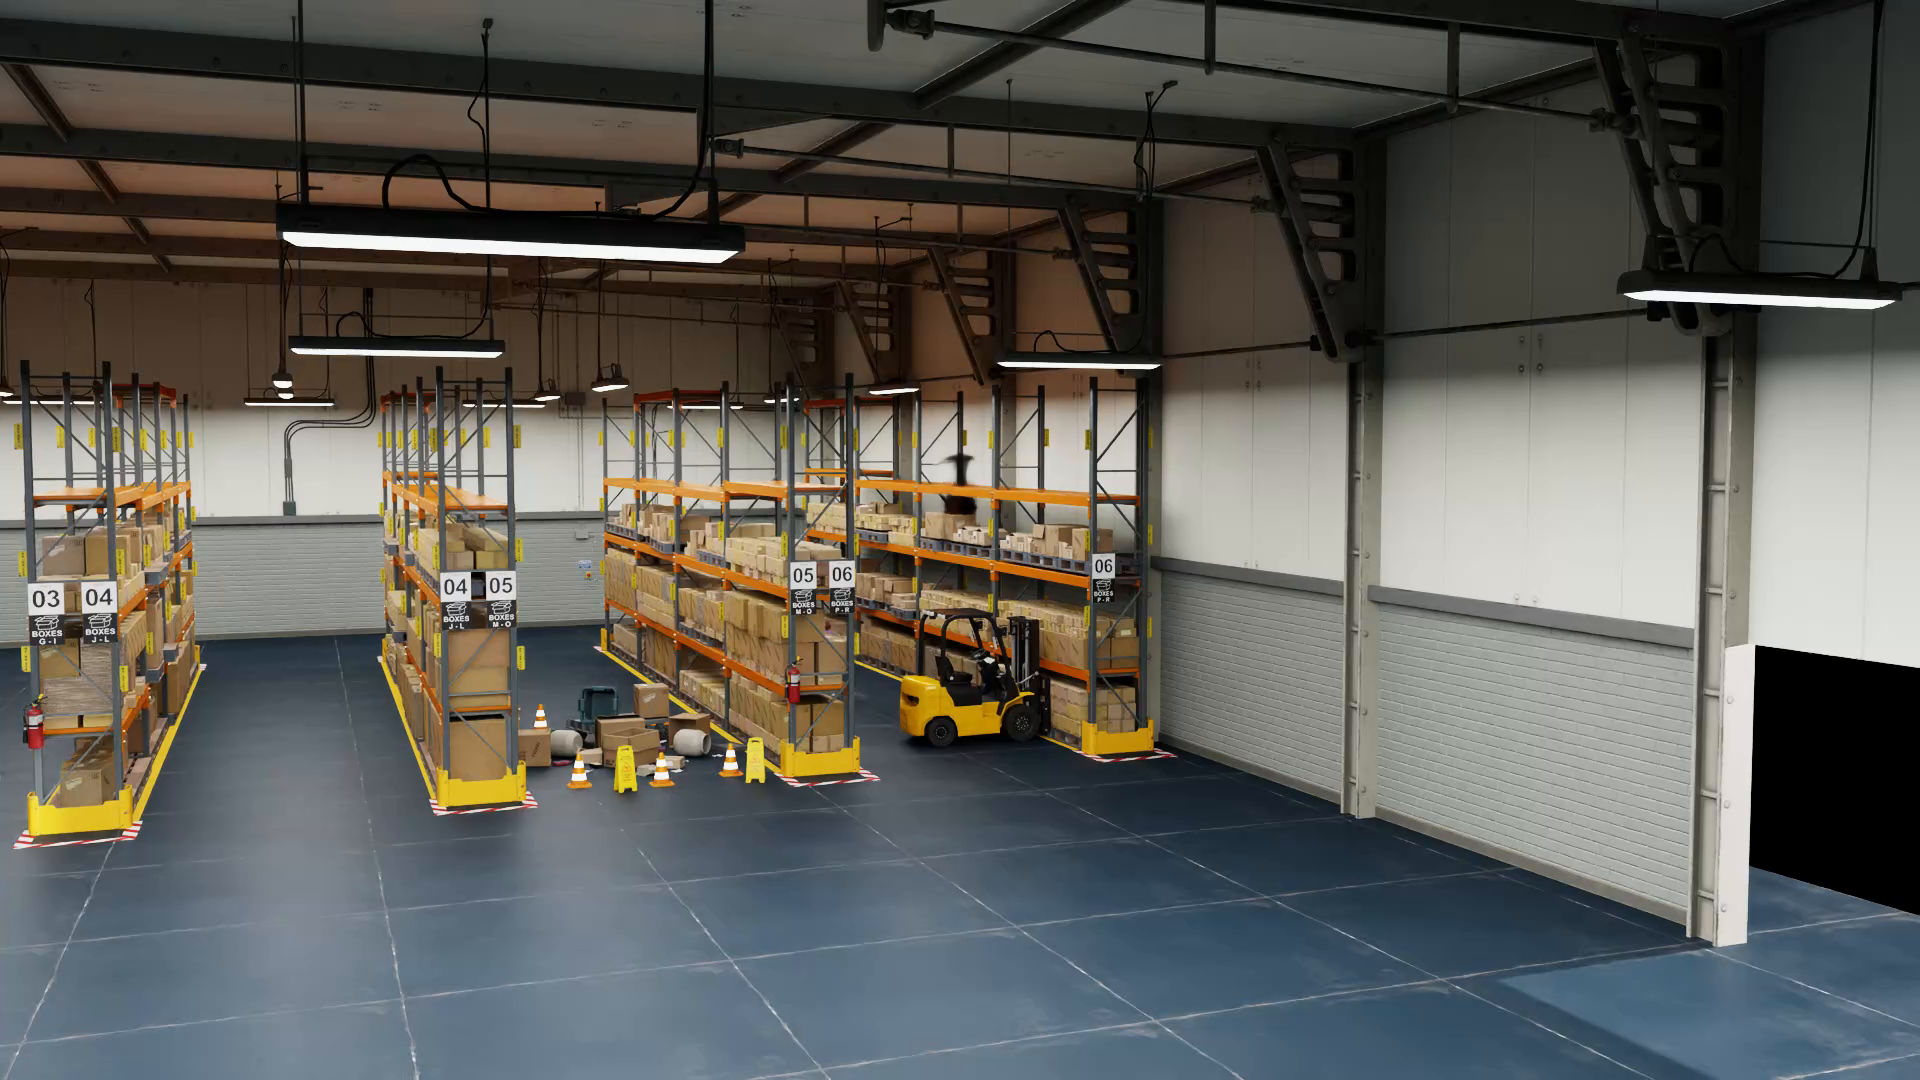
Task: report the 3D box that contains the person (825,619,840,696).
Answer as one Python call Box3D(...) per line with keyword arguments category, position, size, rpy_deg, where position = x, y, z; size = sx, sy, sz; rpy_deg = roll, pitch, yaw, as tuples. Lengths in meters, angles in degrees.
Box3D(category="person", position=(-2.621, 2.301, 32.579), size=(0.624, 1.512, 0.538), rpy_deg=(0, 3, -3))
